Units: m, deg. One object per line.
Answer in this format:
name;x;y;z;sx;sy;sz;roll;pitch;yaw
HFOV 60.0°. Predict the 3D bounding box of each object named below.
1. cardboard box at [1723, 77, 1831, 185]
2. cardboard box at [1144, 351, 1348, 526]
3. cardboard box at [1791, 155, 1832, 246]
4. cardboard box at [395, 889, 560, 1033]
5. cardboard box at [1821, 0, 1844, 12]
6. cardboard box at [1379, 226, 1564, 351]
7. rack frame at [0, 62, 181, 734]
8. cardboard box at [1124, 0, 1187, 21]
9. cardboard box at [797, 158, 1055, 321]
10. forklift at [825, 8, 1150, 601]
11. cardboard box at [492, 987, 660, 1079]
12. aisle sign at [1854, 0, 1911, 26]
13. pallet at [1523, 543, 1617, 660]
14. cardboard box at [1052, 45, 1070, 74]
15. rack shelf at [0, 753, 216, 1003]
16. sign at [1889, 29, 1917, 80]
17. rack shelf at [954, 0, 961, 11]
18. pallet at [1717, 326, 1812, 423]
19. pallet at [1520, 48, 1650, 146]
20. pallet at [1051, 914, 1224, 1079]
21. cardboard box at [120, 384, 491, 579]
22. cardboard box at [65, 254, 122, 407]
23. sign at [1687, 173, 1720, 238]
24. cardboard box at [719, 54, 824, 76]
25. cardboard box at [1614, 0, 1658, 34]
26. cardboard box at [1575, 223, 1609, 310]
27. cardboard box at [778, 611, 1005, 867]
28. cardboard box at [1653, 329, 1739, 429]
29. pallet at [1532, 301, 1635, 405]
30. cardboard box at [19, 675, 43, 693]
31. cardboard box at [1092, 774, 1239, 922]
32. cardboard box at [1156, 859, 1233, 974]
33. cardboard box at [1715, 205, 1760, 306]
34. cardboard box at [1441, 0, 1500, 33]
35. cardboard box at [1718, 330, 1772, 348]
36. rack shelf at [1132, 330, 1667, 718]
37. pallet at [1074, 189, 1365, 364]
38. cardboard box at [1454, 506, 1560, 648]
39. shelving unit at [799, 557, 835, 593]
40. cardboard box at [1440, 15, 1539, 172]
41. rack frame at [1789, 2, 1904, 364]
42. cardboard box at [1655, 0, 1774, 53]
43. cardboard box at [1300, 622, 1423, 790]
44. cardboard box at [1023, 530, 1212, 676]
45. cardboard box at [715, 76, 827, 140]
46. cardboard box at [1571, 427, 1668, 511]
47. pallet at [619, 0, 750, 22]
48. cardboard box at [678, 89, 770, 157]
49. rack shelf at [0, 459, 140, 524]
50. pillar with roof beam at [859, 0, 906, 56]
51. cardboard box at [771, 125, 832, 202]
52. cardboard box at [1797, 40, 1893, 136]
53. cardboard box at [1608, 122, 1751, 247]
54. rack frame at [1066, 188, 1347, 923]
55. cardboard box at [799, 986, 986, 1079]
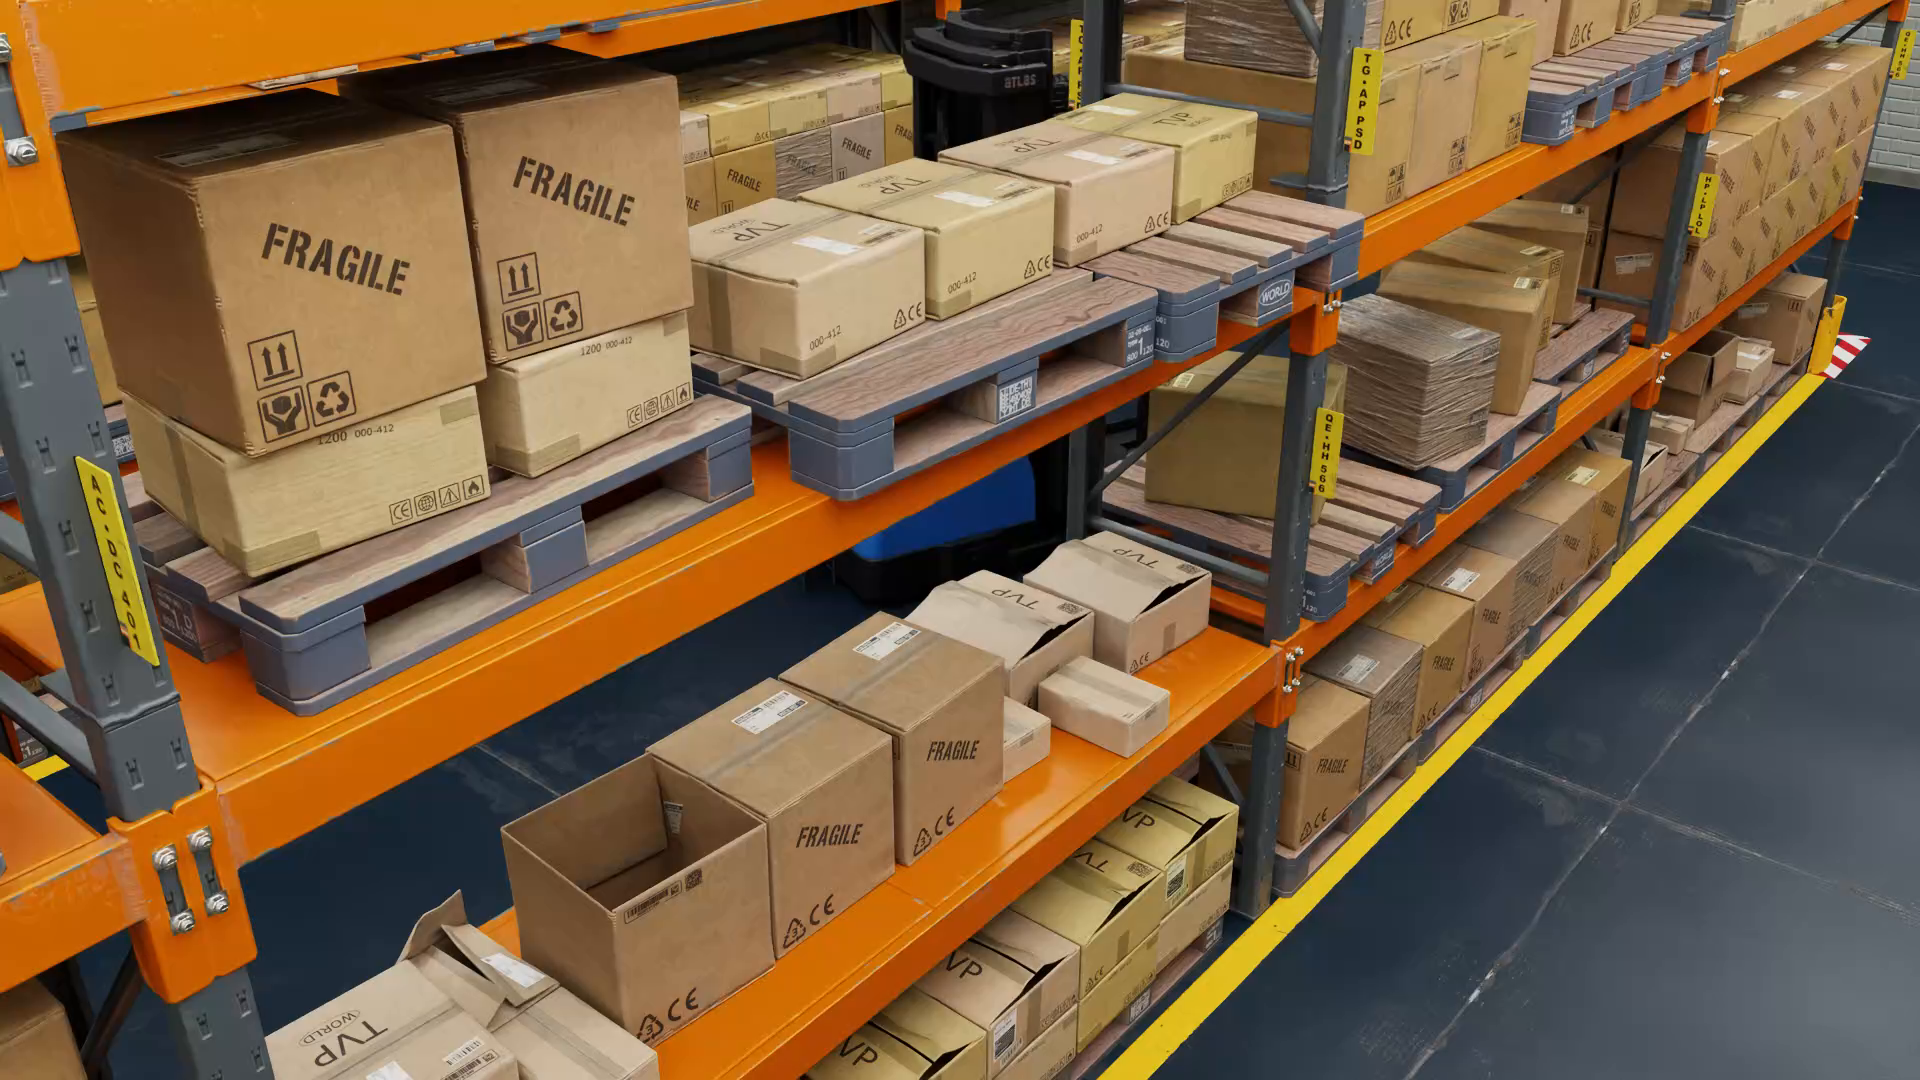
cardboard box;4.891;-2.488;10.097;0.500;0.500;0.500;22;35;36
cardboard box;1.161;-0.435;6.760;0.700;0.500;0.500;10;29;18
cardboard box;5.212;-2.230;10.687;0.500;0.500;0.500;21;34;35
cardboard box;-1.279;1.165;4.380;0.396;0.266;0.258;20;33;33
cardboard box;4.848;-3.263;9.691;0.500;0.250;0.500;21;34;34
cardboard box;2.529;-1.232;8.301;0.500;0.500;0.700;-22;35;-36
rack frame;-1.697;-1.194;2.264;1.000;3.000;0.127;21;34;34
cardboard box;1.794;-4.180;14.239;0.980;0.700;0.700;23;35;37
cardboard box;-0.090;-0.832;4.535;0.500;0.250;0.500;20;33;33
forklift;0.562;-1.449;9.361;3.031;2.935;1.130;-15;31;-26
cardboard box;-0.976;1.328;4.192;0.380;0.149;0.250;21;34;34
aisle sign;6.216;-3.873;11.143;0.394;0.787;0.004;21;34;34
pallet;2.903;0.172;9.187;1.003;0.211;1.213;21;34;34
cardboard box;0.393;-3.390;12.712;0.980;0.700;0.700;20;33;33
rack shelf;-2.969;1.167;1.748;1.077;0.370;4.000;21;34;34
sign;6.351;-3.269;11.201;0.100;0.325;0.005;21;34;34
rack shelf;0.839;-4.534;12.768;1.077;0.370;4.000;21;34;34
pallet;5.381;-1.235;11.909;1.003;0.211;1.213;21;34;34
pallet;2.265;-2.035;7.360;1.213;0.211;1.003;21;34;34
pallet;0.294;1.571;6.483;1.003;0.211;1.213;21;34;34
cardboard box;-1.298;-0.197;3.308;0.500;0.250;0.500;-24;36;-38
cardboard box;-4.044;-1.016;7.862;0.700;0.500;0.500;21;34;34
sign;3.822;-1.719;8.548;0.100;0.325;0.005;21;34;34
cardboard box;-1.254;-3.056;11.123;0.500;0.250;0.500;21;34;35
cardboard box;3.014;-2.816;7.990;0.600;0.600;0.600;17;32;30
cardboard box;3.512;-1.662;9.590;0.500;0.500;0.500;21;34;35
cardboard box;-0.207;0.608;5.202;0.500;0.500;0.500;19;33;32
cardboard box;4.583;-1.120;10.889;0.797;0.503;0.637;21;34;34
pallet;2.799;-1.029;8.684;1.003;0.211;1.213;21;34;34
cardboard box;-4.777;0.475;7.808;0.700;0.500;0.500;20;33;33
cardboard box;0.704;1.096;6.292;0.500;0.311;0.500;22;34;36
cardboard box;0.701;1.345;6.421;0.500;0.250;0.500;22;34;36
cardboard box;4.249;-1.694;9.651;0.500;0.500;0.500;21;34;35
cardboard box;1.778;-2.283;6.437;0.500;0.500;0.500;21;34;34
cardboard box;5.453;-1.339;11.678;0.380;0.166;0.250;21;34;34
rack shelf;2.119;-0.337;7.920;1.077;0.370;4.000;21;34;34
pallet;0.485;-0.929;5.223;1.213;0.211;1.003;23;35;37
cardboard box;2.659;0.158;8.421;0.500;0.500;0.500;21;34;35
shelving unit;-0.836;-0.309;9.041;0.189;1.200;0.258;-15;31;-26
cardboard box;1.754;-1.854;6.696;0.910;0.500;0.500;21;34;34
rack frame;5.936;-2.784;11.867;1.000;3.000;0.127;21;34;34
cardboard box;3.892;-2.732;8.664;0.500;0.250;0.500;21;34;34
cardboard box;1.686;0.702;7.370;0.500;0.500;0.500;19;33;33
cardboard box;0.582;0.208;6.180;0.500;0.311;0.500;23;35;37
cardboard box;-1.190;-2.731;10.494;0.500;0.250;0.500;22;34;35
cardboard box;3.825;-0.453;9.808;0.500;0.311;0.500;21;34;34
pallet;-1.900;-3.284;9.774;1.003;0.211;1.213;23;35;37
cardboard box;-1.514;-2.550;10.145;0.500;0.250;0.500;20;33;33
rack shelf;-4.250;-0.365;7.975;1.077;0.370;4.000;21;34;34
pillar with roof beam;2.666;-4.720;9.079;9.100;9.000;0.400;21;34;34
cardboard box;-1.175;-2.401;10.672;0.500;0.500;0.500;21;34;34
cardboard box;5.865;-3.034;11.154;0.500;0.500;0.500;20;34;34
cardboard box;3.908;-1.939;9.037;0.500;0.500;0.500;22;34;36
rack frame;0.847;0.052;6.384;1.000;3.000;0.127;21;34;34
cardboard box;-0.265;1.637;5.246;0.500;0.311;0.500;22;34;36
